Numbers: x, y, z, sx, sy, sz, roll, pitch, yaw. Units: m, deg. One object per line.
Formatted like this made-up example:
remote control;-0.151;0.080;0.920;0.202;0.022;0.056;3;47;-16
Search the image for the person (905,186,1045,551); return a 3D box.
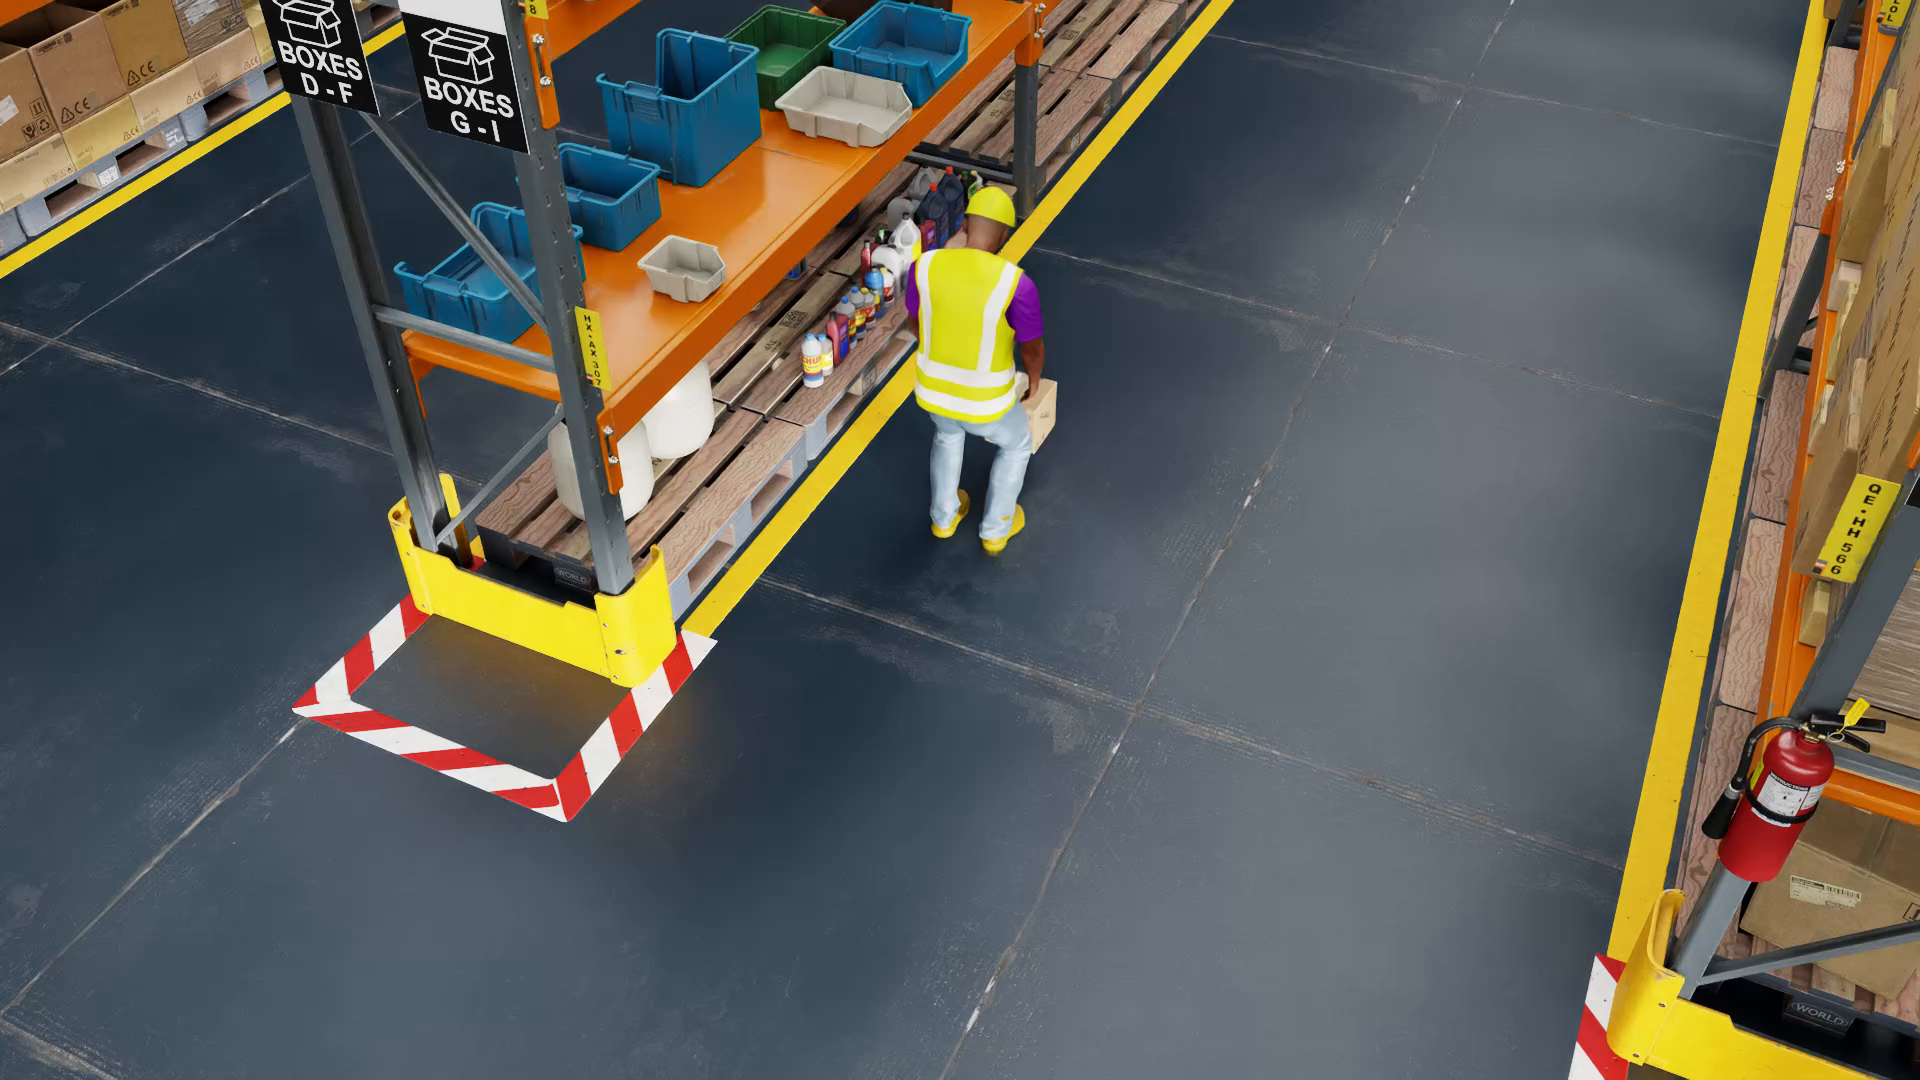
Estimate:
person;0.052;-0.691;7.033;0.616;1.614;0.599;18;45;19
